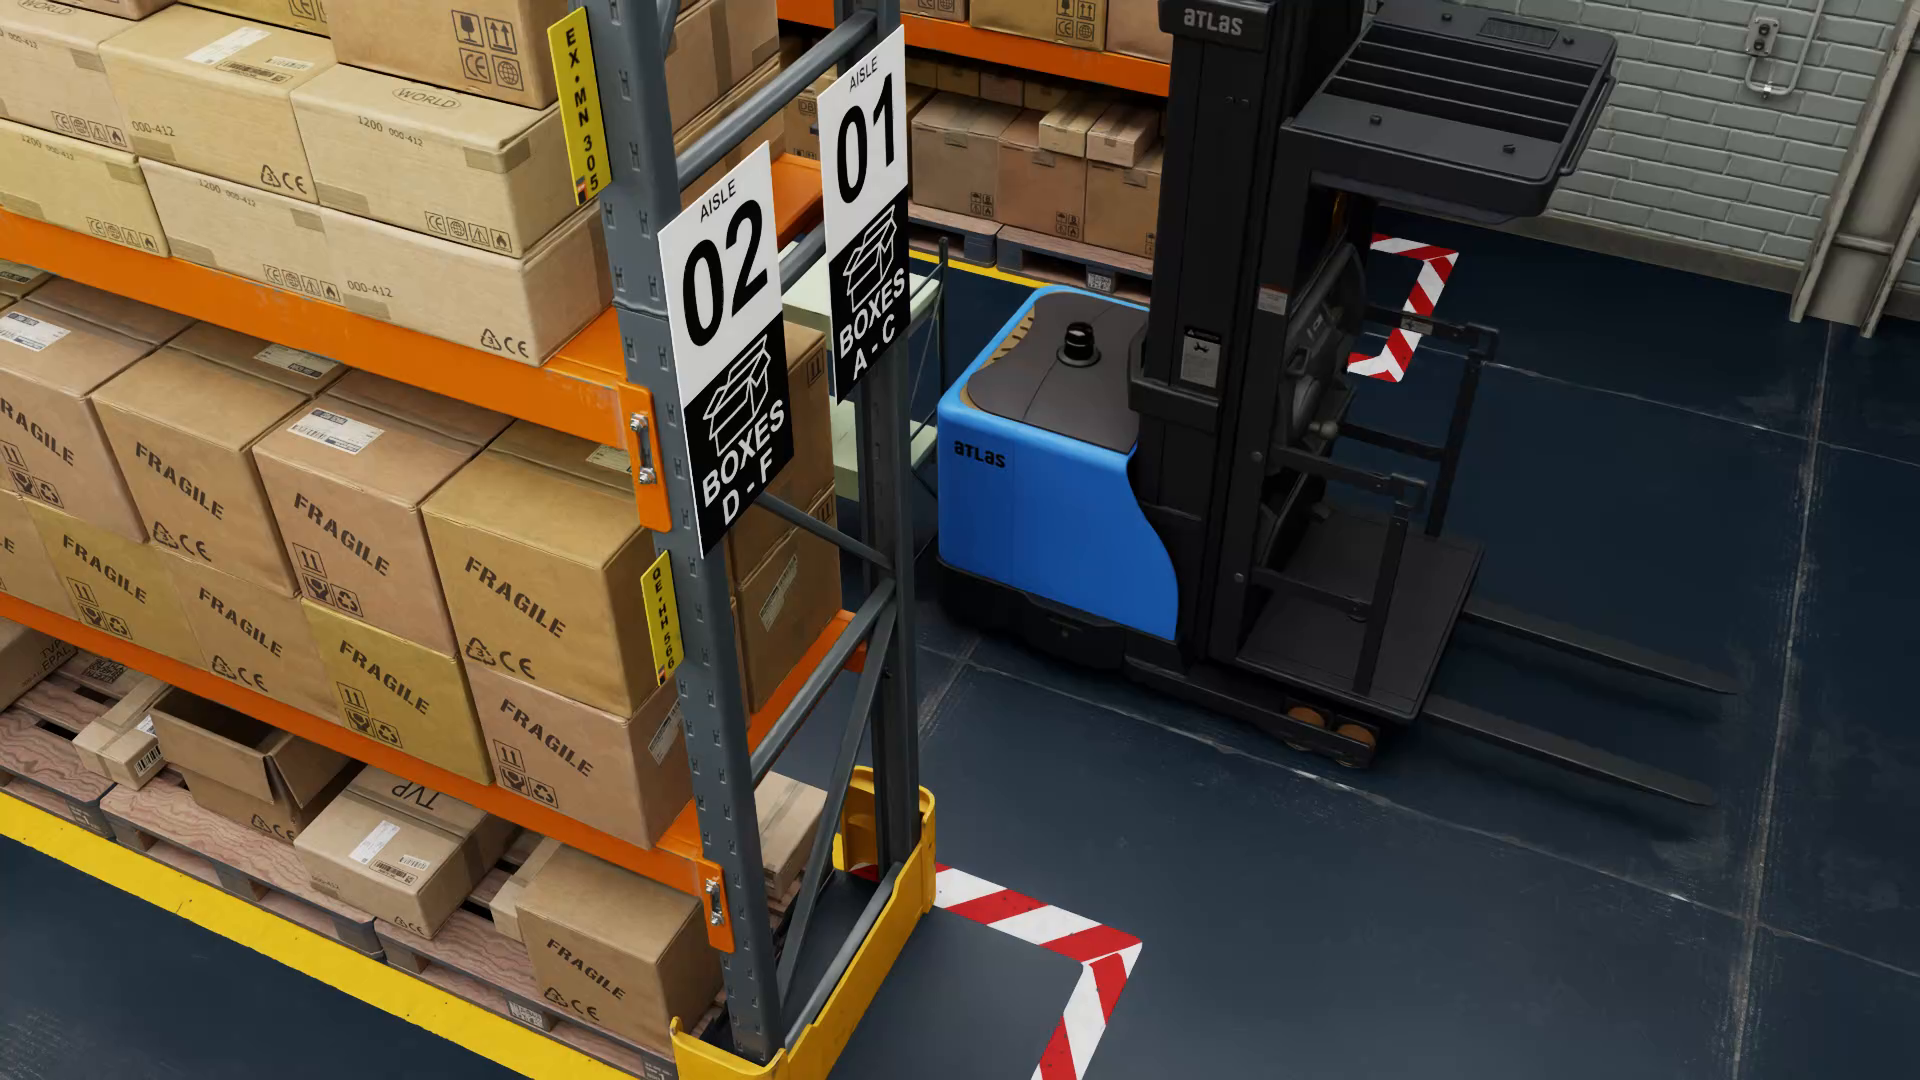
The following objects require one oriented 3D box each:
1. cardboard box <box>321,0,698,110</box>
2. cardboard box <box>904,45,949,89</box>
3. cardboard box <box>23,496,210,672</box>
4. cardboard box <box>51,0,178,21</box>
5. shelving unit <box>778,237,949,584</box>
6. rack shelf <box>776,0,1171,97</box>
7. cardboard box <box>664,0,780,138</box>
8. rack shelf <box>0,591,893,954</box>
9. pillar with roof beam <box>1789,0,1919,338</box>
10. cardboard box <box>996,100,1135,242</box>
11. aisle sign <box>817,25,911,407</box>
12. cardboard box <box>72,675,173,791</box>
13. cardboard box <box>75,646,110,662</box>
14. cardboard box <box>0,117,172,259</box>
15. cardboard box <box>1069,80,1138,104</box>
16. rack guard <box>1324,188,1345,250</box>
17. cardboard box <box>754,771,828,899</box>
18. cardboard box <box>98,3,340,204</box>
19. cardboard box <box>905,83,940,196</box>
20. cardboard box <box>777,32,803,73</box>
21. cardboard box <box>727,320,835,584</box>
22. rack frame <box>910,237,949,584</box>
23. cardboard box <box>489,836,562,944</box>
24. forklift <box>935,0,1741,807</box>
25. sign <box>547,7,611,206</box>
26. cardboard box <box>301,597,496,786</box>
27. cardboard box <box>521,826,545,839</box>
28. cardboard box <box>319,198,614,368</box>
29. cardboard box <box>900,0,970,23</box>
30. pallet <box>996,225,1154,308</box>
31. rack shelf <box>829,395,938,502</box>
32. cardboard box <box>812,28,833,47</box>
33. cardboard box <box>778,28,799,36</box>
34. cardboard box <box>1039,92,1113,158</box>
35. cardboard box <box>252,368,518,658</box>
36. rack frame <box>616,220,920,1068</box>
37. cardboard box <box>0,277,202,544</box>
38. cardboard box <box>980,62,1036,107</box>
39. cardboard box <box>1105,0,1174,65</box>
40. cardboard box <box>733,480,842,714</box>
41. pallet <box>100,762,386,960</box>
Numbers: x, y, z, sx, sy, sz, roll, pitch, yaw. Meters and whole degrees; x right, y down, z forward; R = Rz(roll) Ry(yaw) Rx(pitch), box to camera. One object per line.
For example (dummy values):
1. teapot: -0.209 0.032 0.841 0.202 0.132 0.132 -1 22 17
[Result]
1. cardboard box: -0.868 -1.275 3.300 0.500 0.500 0.700 17 44 19
2. cardboard box: -0.162 -2.632 9.090 0.250 0.149 0.380 16 43 18
3. cardboard box: -2.295 -0.016 4.902 0.500 0.500 0.500 16 44 18
4. cardboard box: -1.784 -1.538 3.605 0.500 0.500 0.700 17 44 19
5. shelving unit: -0.471 -0.566 6.758 0.755 1.500 0.431 18 44 20
6. rack shelf: -0.117 -2.816 8.758 4.000 0.370 1.077 17 44 19
7. cardboard box: -0.751 -1.155 3.736 0.500 0.250 0.500 17 44 19
8. rack shelf: -2.208 0.125 5.365 4.000 0.370 1.077 17 44 19
9. pillar with roof beam: 2.688 -2.012 2.700 0.400 9.000 9.100 17 44 19
10. cardboard box: 0.565 -2.021 8.880 0.500 0.500 0.700 17 44 19
11. aisle sign: -0.210 -0.731 3.818 0.004 0.787 0.394 17 44 19
12. cardboard box: -2.944 0.682 6.000 0.250 0.166 0.380 17 44 19
13. cardboard box: -3.384 0.067 6.455 0.500 0.500 0.500 17 44 19
14. cardboard box: -1.880 -0.931 3.859 0.500 0.250 0.500 17 44 19
15. cardboard box: 0.757 -2.352 8.766 0.250 0.149 0.380 17 44 19
16. rack guard: 1.717 -1.583 8.695 0.348 0.500 1.175 17 44 19
17. cardboard box: -0.630 0.998 5.649 0.250 0.149 0.380 17 44 19
18. cardboard box: -1.422 -0.988 3.542 0.500 0.250 0.500 17 44 19
19. cardboard box: -0.377 -2.304 9.205 0.500 0.500 0.700 18 44 20
20. cardboard box: -1.062 -2.630 9.087 0.250 0.149 0.380 18 44 20
21. cardboard box: -0.686 -0.288 4.452 0.500 0.500 0.500 18 44 20
22. rack frame: -0.144 -0.459 6.634 0.023 1.500 0.400 18 44 20
23. cardboard box: -1.322 1.141 5.470 0.250 0.166 0.380 17 44 19
24. forklift: 1.450 -0.650 5.762 3.031 2.935 1.130 18 44 20
25. sign: -0.648 -0.737 2.844 0.005 0.325 0.100 17 44 19
26. cardboard box: -1.388 0.265 4.578 0.500 0.500 0.500 17 44 19
27. cardboard box: -1.222 0.822 5.774 0.500 0.250 0.500 17 44 19
28. cardboard box: -0.973 -0.656 3.540 0.500 0.250 0.500 17 44 19
29. cardboard box: -0.122 -3.194 8.416 0.700 0.700 0.980 15 43 17
30. pallet: 0.938 -1.655 8.999 1.213 0.211 1.003 17 44 19
31. rack shelf: -0.471 -0.320 6.972 0.720 0.370 0.431 18 44 20
32. cardboard box: -0.625 -2.774 9.253 0.250 0.149 0.380 16 43 17
33. cardboard box: -1.295 -2.588 9.534 0.500 0.500 0.700 18 44 19
34. cardboard box: 0.593 -2.126 8.505 0.250 0.149 0.380 18 44 20
35. cardboard box: -1.373 -0.108 4.245 0.500 0.500 0.500 18 44 20
36. rack frame: -0.396 0.407 4.490 0.127 3.000 1.000 17 44 19
37. cardboard box: -2.311 -0.391 4.571 0.500 0.500 0.500 18 44 20
38. cardboard box: 0.300 -2.491 8.927 0.250 0.149 0.380 18 44 19
39. cardboard box: 1.229 -2.783 7.941 0.700 0.700 0.980 19 44 21
40. cardboard box: -0.686 0.090 4.780 0.500 0.500 0.500 18 44 20
41. pallet: -2.289 0.881 6.073 1.213 0.211 1.003 17 44 19
